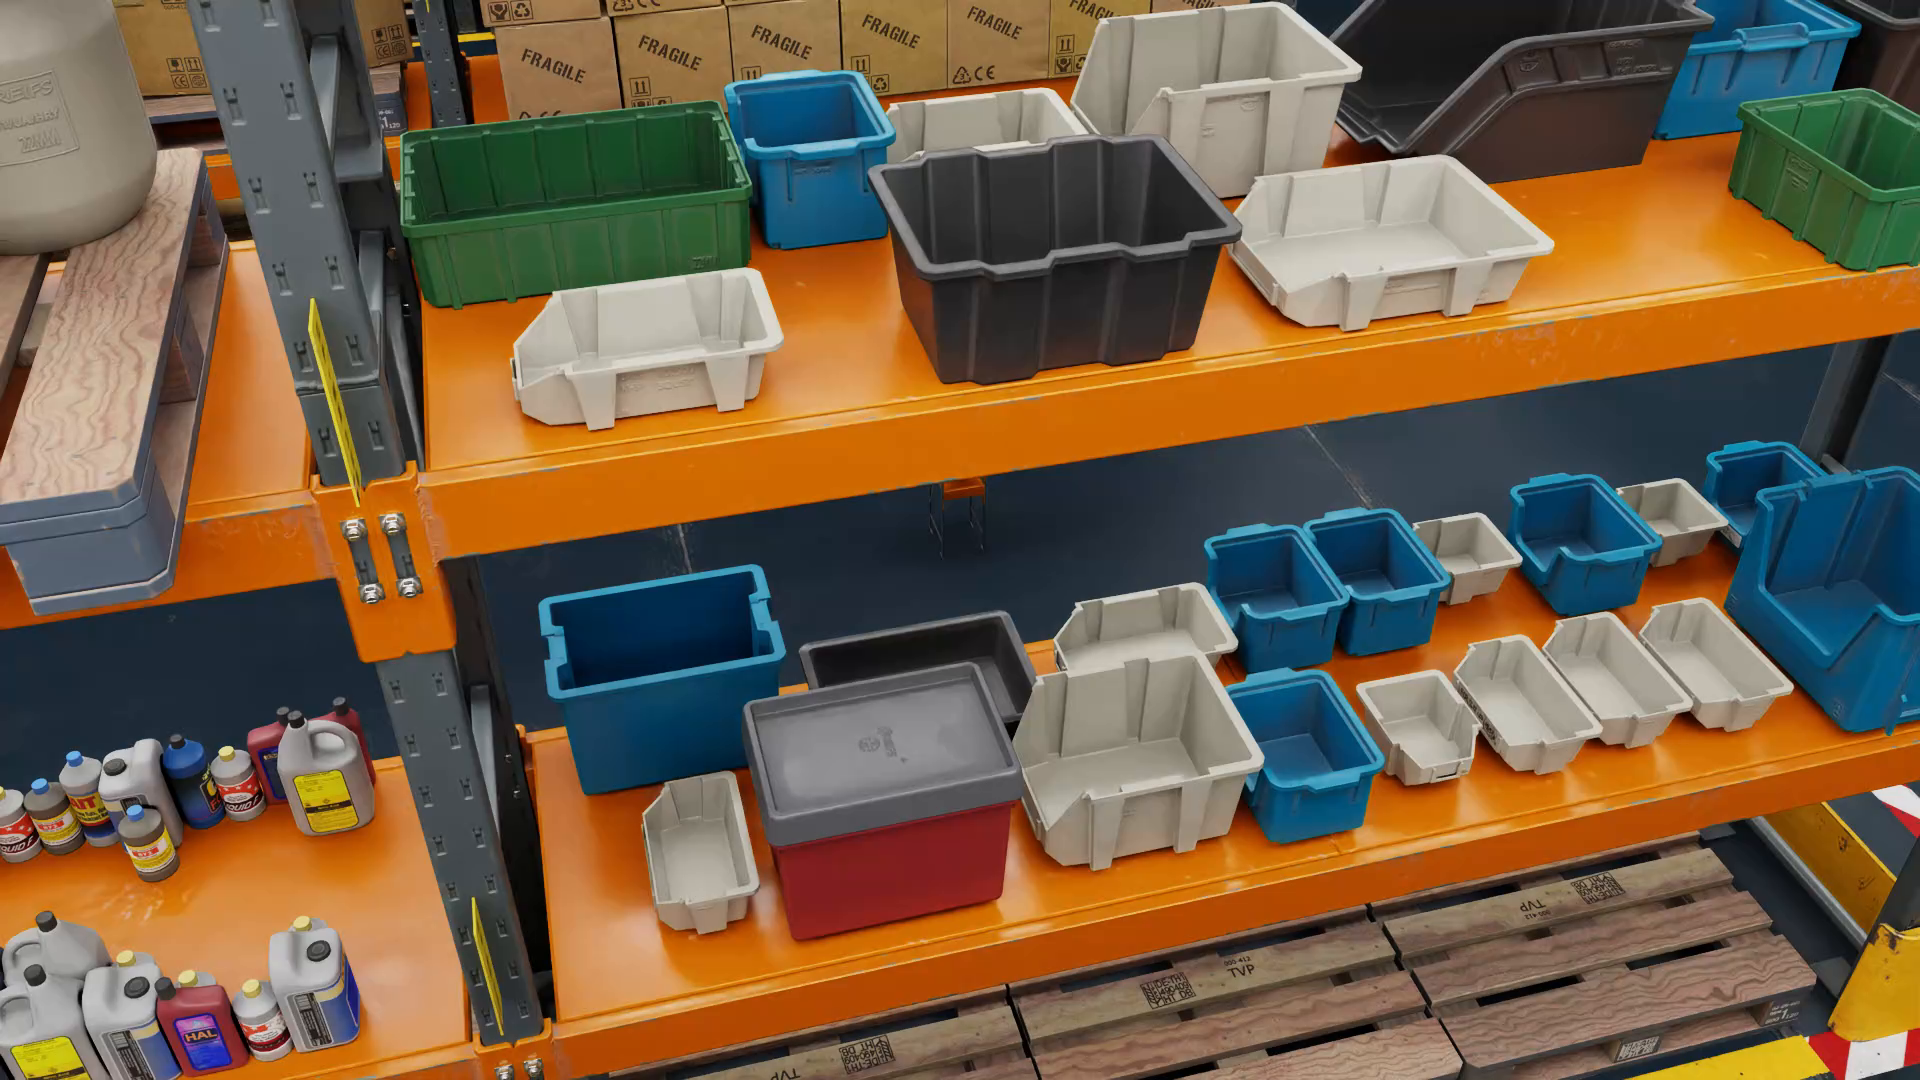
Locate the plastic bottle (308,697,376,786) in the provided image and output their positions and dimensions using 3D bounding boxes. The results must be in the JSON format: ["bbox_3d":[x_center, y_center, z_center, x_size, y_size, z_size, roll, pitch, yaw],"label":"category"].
[{"bbox_3d":[-1.574,0.517,4.201,0.133,0.283,0.061,-9,38,-12],"label":"plastic bottle"}]

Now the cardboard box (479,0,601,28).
[{"bbox_3d":[-1.868,-2.589,7.261,0.500,0.500,0.500,-8,38,-11],"label":"cardboard box"}]

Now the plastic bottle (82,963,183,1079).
[{"bbox_3d":[-1.758,1.022,3.547,0.135,0.276,0.152,-9,38,-12],"label":"plastic bottle"}]

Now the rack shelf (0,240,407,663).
[{"bbox_3d":[-3.040,0.074,2.807,4.000,0.370,1.077,-9,38,-12],"label":"rack shelf"}]

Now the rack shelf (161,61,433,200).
[{"bbox_3d":[-4.327,-1.640,7.517,4.000,0.370,1.077,-9,38,-12],"label":"rack shelf"}]

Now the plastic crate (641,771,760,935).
[{"bbox_3d":[-0.622,0.754,3.963,0.243,0.136,0.396,-9,38,-12],"label":"plastic crate"}]

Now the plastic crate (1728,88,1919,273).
[{"bbox_3d":[1.875,-0.754,3.472,0.336,0.188,0.450,-9,38,-12],"label":"plastic crate"}]

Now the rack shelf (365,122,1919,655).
[{"bbox_3d":[0.822,-0.559,3.635,4.000,0.370,1.077,-9,38,-12],"label":"rack shelf"}]

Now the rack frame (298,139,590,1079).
[{"bbox_3d":[-1.109,0.663,3.914,0.127,3.000,1.000,-9,38,-12],"label":"rack frame"}]

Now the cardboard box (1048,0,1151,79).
[{"bbox_3d":[0.604,-2.601,8.099,0.500,0.500,0.500,-9,38,-12],"label":"cardboard box"}]

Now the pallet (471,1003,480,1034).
[{"bbox_3d":[-1.865,1.869,4.634,1.213,0.211,1.003,-9,38,-12],"label":"pallet"}]

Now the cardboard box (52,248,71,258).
[{"bbox_3d":[-4.377,-1.551,7.886,0.500,0.250,0.500,-10,39,-13],"label":"cardboard box"}]

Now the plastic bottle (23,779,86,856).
[{"bbox_3d":[-2.221,0.668,4.072,0.097,0.201,0.097,0,37,0],"label":"plastic bottle"}]

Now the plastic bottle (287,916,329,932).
[{"bbox_3d":[-1.455,0.924,3.737,0.097,0.201,0.097,0,37,0],"label":"plastic bottle"}]

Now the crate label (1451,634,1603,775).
[{"bbox_3d":[1.467,0.442,4.371,0.243,0.136,0.396,-9,38,-12],"label":"crate label"}]

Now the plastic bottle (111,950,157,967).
[{"bbox_3d":[-1.808,0.982,3.661,0.097,0.201,0.097,0,37,0],"label":"plastic bottle"}]

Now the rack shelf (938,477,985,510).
[{"bbox_3d":[-0.014,-0.248,7.055,0.180,0.103,0.258,-9,38,-12],"label":"rack shelf"}]

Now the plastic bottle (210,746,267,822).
[{"bbox_3d":[-1.809,0.600,4.160,0.097,0.201,0.097,0,37,0],"label":"plastic bottle"}]

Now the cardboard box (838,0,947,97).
[{"bbox_3d":[-0.366,-2.446,7.896,0.500,0.500,0.500,-10,39,-13],"label":"cardboard box"}]

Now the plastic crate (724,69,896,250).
[{"bbox_3d":[-0.313,-0.793,3.487,0.300,0.233,0.416,-9,38,-12],"label":"plastic crate"}]

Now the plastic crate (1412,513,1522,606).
[{"bbox_3d":[1.443,0.066,4.862,0.298,0.136,0.250,-9,38,-12],"label":"plastic crate"}]

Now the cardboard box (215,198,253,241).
[{"bbox_3d":[-3.439,-1.400,8.307,0.500,0.500,0.500,-9,38,-11],"label":"cardboard box"}]

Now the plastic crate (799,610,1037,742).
[{"bbox_3d":[-0.098,0.414,4.417,0.590,0.125,0.437,-9,38,-12],"label":"plastic crate"}]

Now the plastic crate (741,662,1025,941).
[{"bbox_3d":[-0.181,0.620,3.869,0.583,0.464,0.402,-9,38,-12],"label":"plastic crate"}]

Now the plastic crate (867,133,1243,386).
[{"bbox_3d":[0.162,-0.512,3.089,0.590,0.269,0.497,-9,38,-12],"label":"plastic crate"}]

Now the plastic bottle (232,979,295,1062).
[{"bbox_3d":[-1.510,1.029,3.600,0.097,0.201,0.097,0,37,0],"label":"plastic bottle"}]

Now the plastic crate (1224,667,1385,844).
[{"bbox_3d":[0.837,0.548,4.153,0.300,0.233,0.416,-9,38,-12],"label":"plastic crate"}]

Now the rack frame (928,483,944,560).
[{"bbox_3d":[-0.102,-0.460,6.863,0.006,1.200,0.240,-9,38,-12],"label":"rack frame"}]

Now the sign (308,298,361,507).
[{"bbox_3d":[-0.967,-0.209,2.578,0.005,0.325,0.100,-9,38,-12],"label":"sign"}]

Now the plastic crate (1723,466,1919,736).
[{"bbox_3d":[2.478,0.154,4.501,0.499,0.435,0.616,-9,38,-12],"label":"plastic crate"}]

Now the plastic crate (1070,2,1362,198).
[{"bbox_3d":[0.533,-0.945,3.645,0.530,0.282,0.437,-9,38,-12],"label":"plastic crate"}]

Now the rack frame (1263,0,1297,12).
[{"bbox_3d":[1.465,-2.876,8.541,0.127,3.000,1.000,-9,38,-12],"label":"rack frame"}]

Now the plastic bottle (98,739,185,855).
[{"bbox_3d":[-2.008,0.620,4.072,0.135,0.276,0.152,-9,38,-12],"label":"plastic bottle"}]

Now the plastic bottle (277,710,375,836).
[{"bbox_3d":[-1.572,0.555,4.096,0.185,0.351,0.144,-9,38,-12],"label":"plastic bottle"}]

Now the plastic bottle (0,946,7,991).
[{"bbox_3d":[-2.127,0.965,3.560,0.185,0.351,0.144,-9,38,-12],"label":"plastic bottle"}]

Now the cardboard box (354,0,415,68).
[{"bbox_3d":[-2.912,-2.505,7.629,0.500,0.500,0.700,-23,43,-27],"label":"cardboard box"}]

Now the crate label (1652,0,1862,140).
[{"bbox_3d":[1.778,-1.146,3.933,0.502,0.251,0.408,-9,38,-12],"label":"crate label"}]

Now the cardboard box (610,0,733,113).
[{"bbox_3d":[-1.340,-2.286,7.688,0.500,0.500,0.500,-9,38,-11],"label":"cardboard box"}]

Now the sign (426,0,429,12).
[{"bbox_3d":[-2.248,-2.378,6.936,0.005,0.325,0.100,-9,38,-12],"label":"sign"}]

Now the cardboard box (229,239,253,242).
[{"bbox_3d":[-3.278,-1.105,7.921,0.500,0.500,0.500,-9,38,-12],"label":"cardboard box"}]

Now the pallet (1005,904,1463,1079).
[{"bbox_3d":[0.771,1.436,5.199,1.213,0.211,1.003,-9,38,-12],"label":"pallet"}]

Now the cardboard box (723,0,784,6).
[{"bbox_3d":[-0.874,-2.752,7.474,0.500,0.500,0.500,-10,39,-13],"label":"cardboard box"}]

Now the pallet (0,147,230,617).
[{"bbox_3d":[-1.840,-0.272,2.823,1.003,0.211,1.213,-9,38,-12],"label":"pallet"}]

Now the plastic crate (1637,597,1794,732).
[{"bbox_3d":[2.013,0.346,4.497,0.243,0.136,0.396,-9,38,-12],"label":"plastic crate"}]

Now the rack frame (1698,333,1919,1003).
[{"bbox_3d":[2.753,0.030,4.742,0.127,3.000,1.000,-9,38,-12],"label":"rack frame"}]

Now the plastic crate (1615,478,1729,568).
[{"bbox_3d":[2.097,-0.041,5.003,0.298,0.136,0.250,-9,38,-12],"label":"plastic crate"}]

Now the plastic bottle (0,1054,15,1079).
[{"bbox_3d":[-2.089,1.050,3.450,0.185,0.351,0.144,-9,38,-12],"label":"plastic bottle"}]

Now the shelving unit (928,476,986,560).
[{"bbox_3d":[-0.014,-0.474,6.882,0.189,1.200,0.258,-9,38,-12],"label":"shelving unit"}]

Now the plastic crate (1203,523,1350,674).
[{"bbox_3d":[0.868,0.174,4.642,0.300,0.233,0.416,-9,38,-12],"label":"plastic crate"}]

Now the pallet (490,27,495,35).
[{"bbox_3d":[-2.937,-4.115,12.455,1.213,0.211,1.003,-9,38,-12],"label":"pallet"}]
